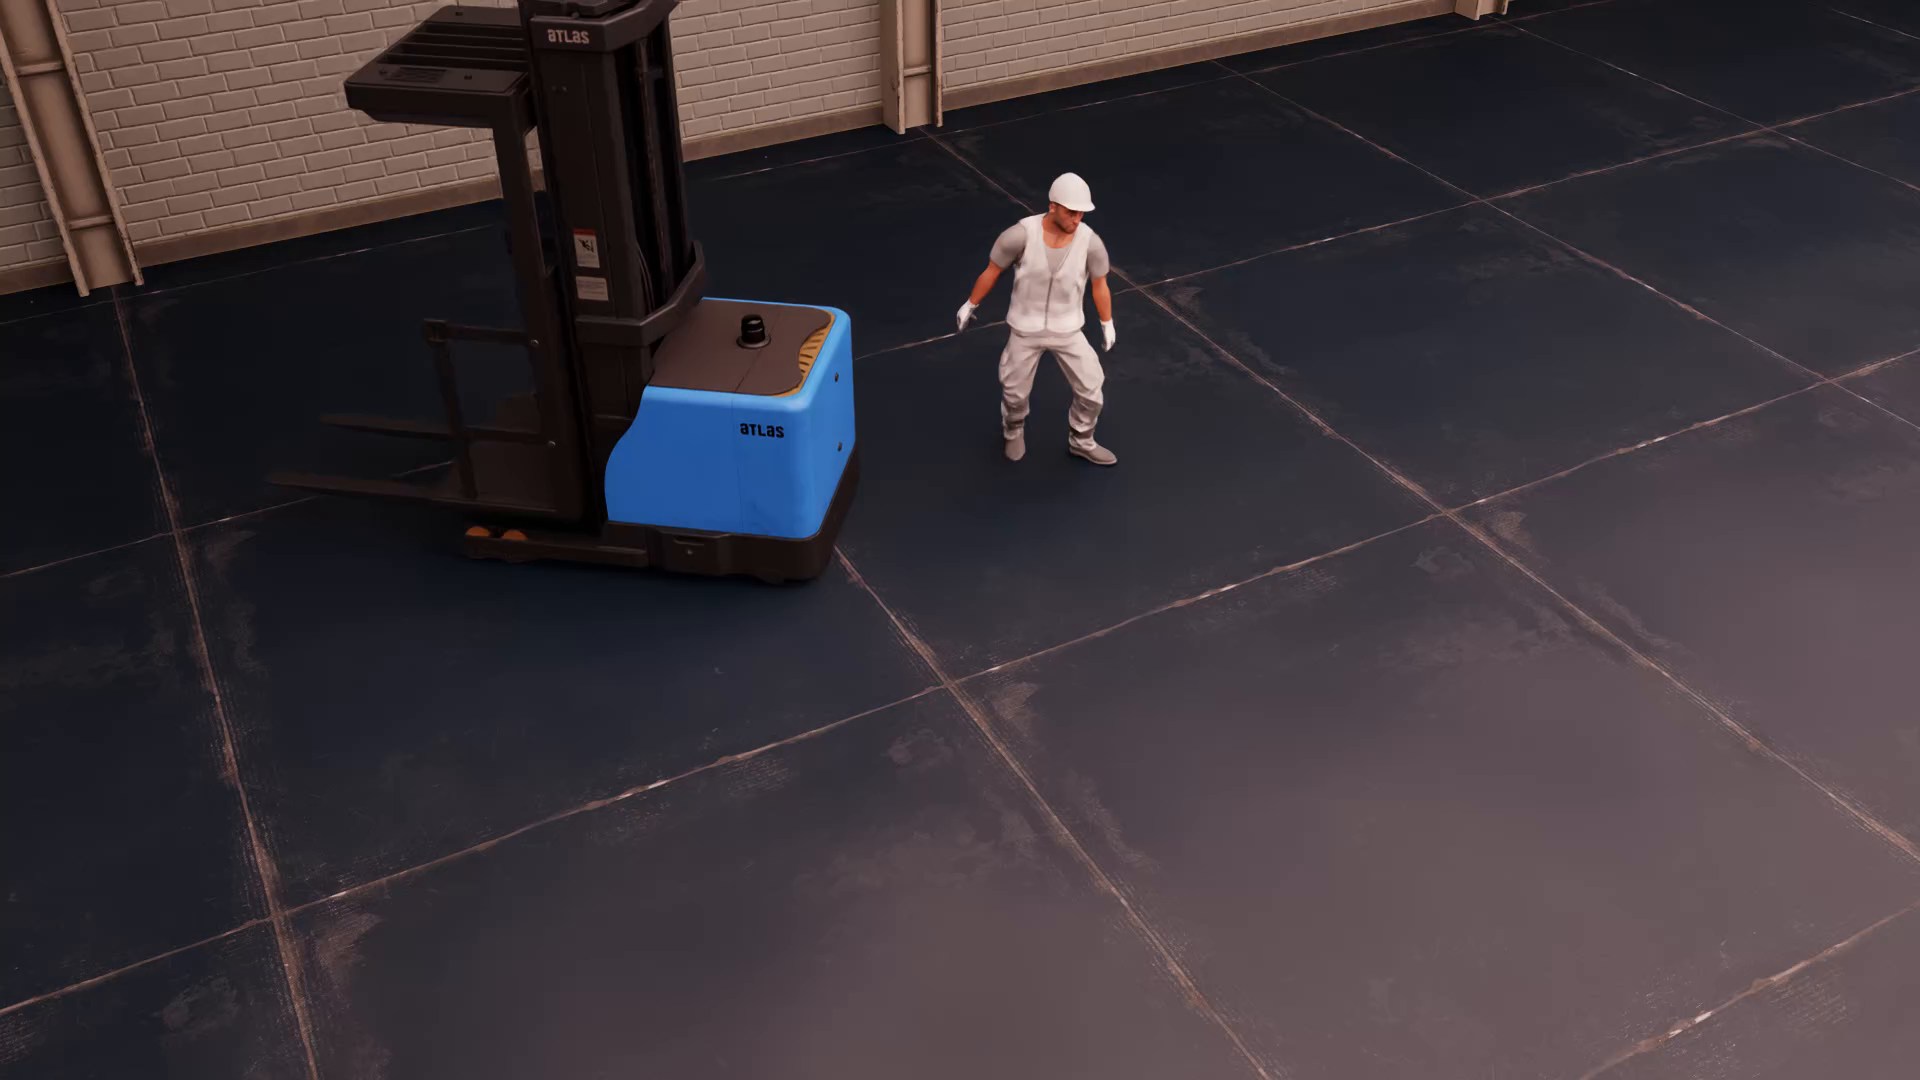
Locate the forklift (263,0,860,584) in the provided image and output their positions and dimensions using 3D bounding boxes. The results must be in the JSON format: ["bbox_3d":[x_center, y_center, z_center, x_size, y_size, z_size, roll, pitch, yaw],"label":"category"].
[{"bbox_3d":[-2.109,-1.373,8.065,3.031,2.935,1.130,5,36,8],"label":"forklift"}]

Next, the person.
[{"bbox_3d":[0.429,-1.153,8.845,0.893,1.750,0.496,1,35,1],"label":"person"}]
